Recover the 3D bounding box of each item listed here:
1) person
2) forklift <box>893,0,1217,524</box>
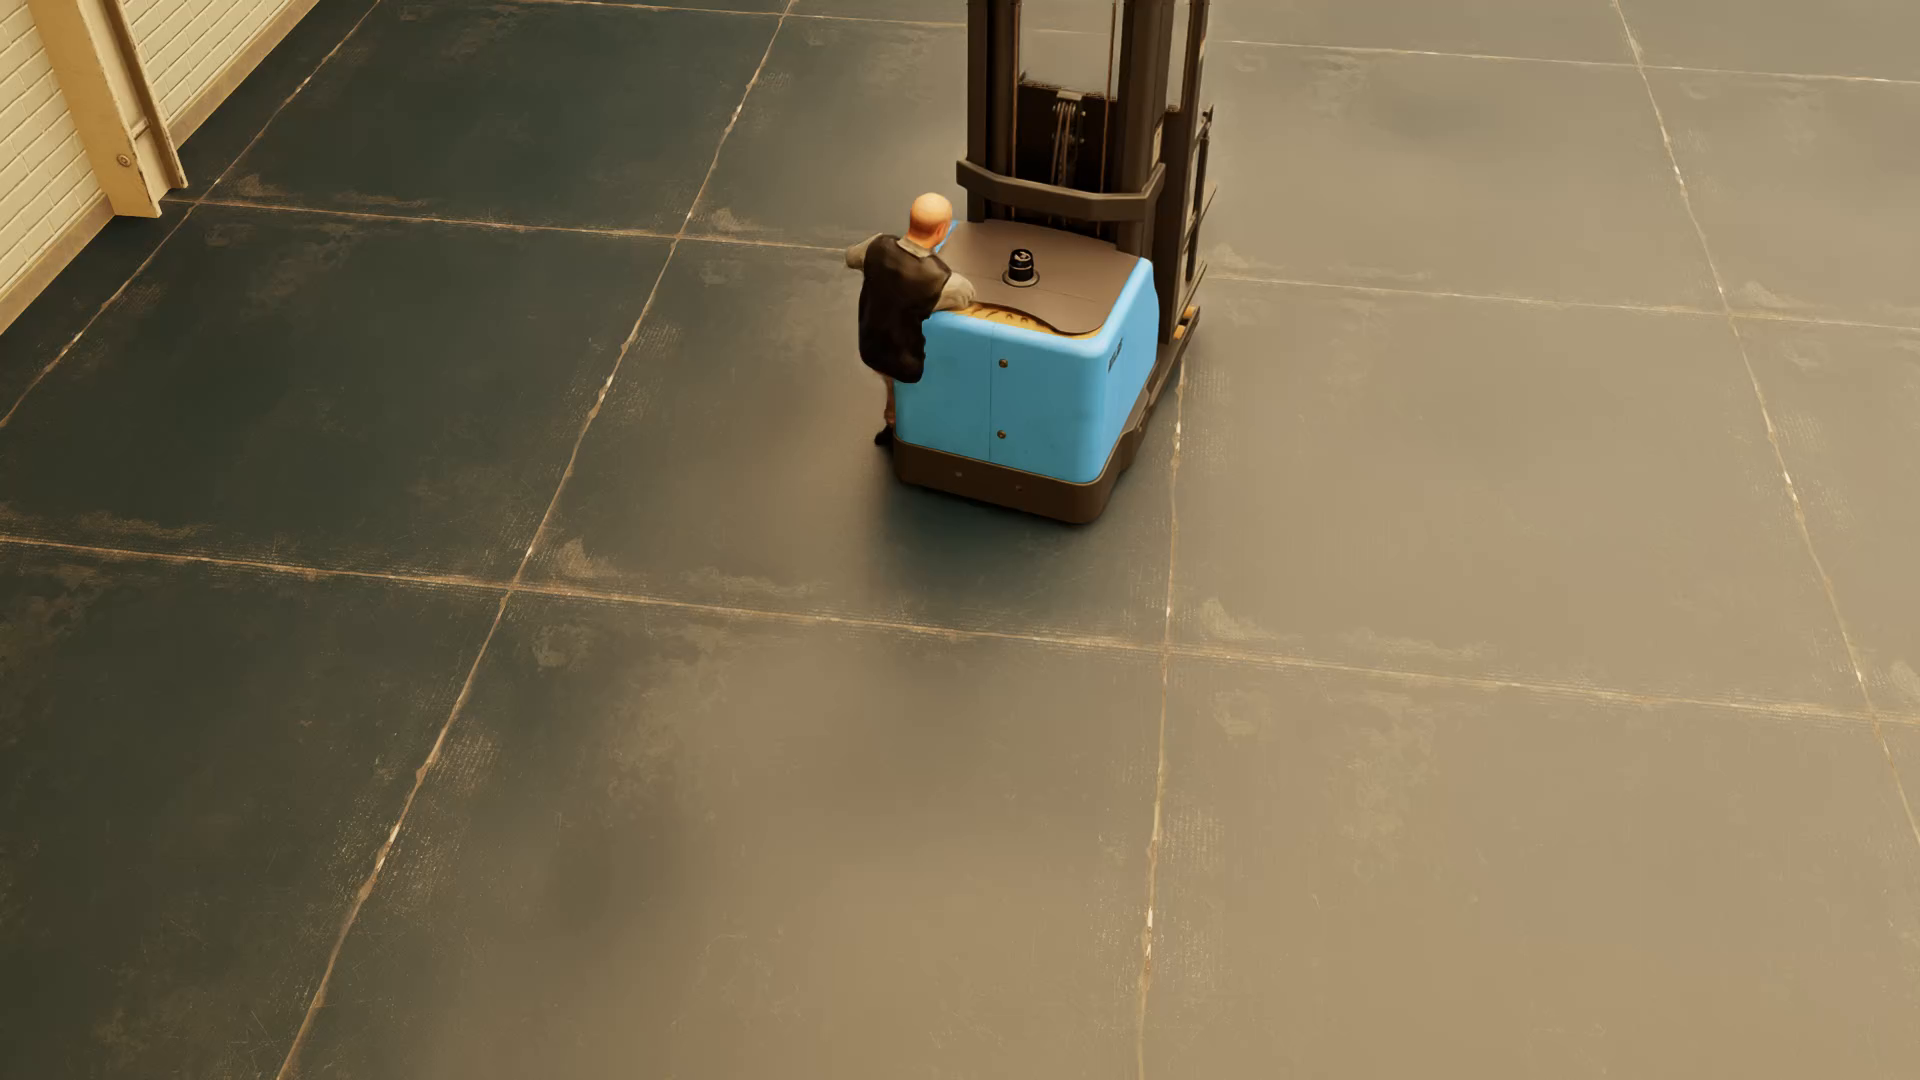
[{"bbox_3d":[-0.137,-0.989,7.849,0.930,1.552,0.717,28,49,27],"label":"person"},{"bbox_3d":[0.671,-2.166,8.082,1.130,2.935,3.031,14,44,15],"label":"forklift"}]
